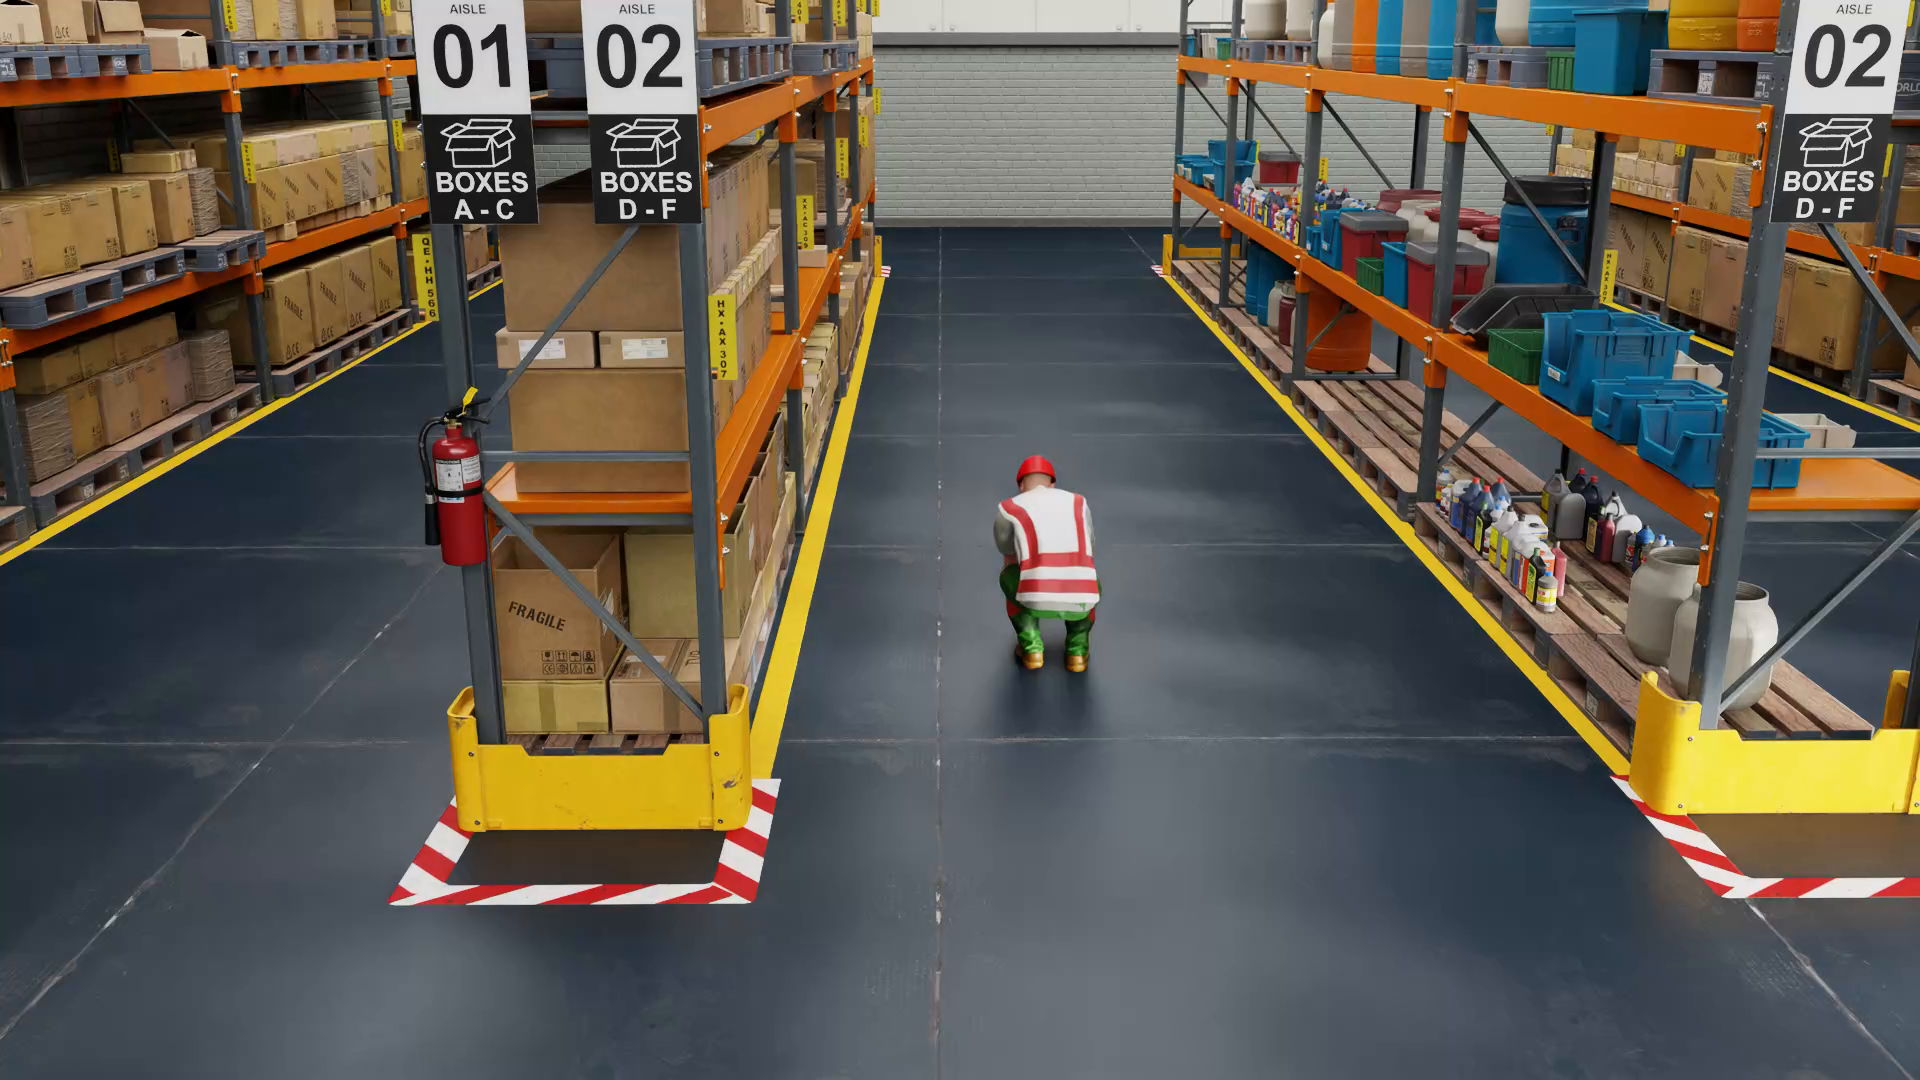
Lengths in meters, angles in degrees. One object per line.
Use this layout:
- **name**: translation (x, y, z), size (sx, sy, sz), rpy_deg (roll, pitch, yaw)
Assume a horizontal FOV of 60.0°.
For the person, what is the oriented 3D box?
- **person**: translation (0.449, 0.113, 8.505), size (0.553, 0.998, 0.885), rpy_deg (0, 17, -1)
